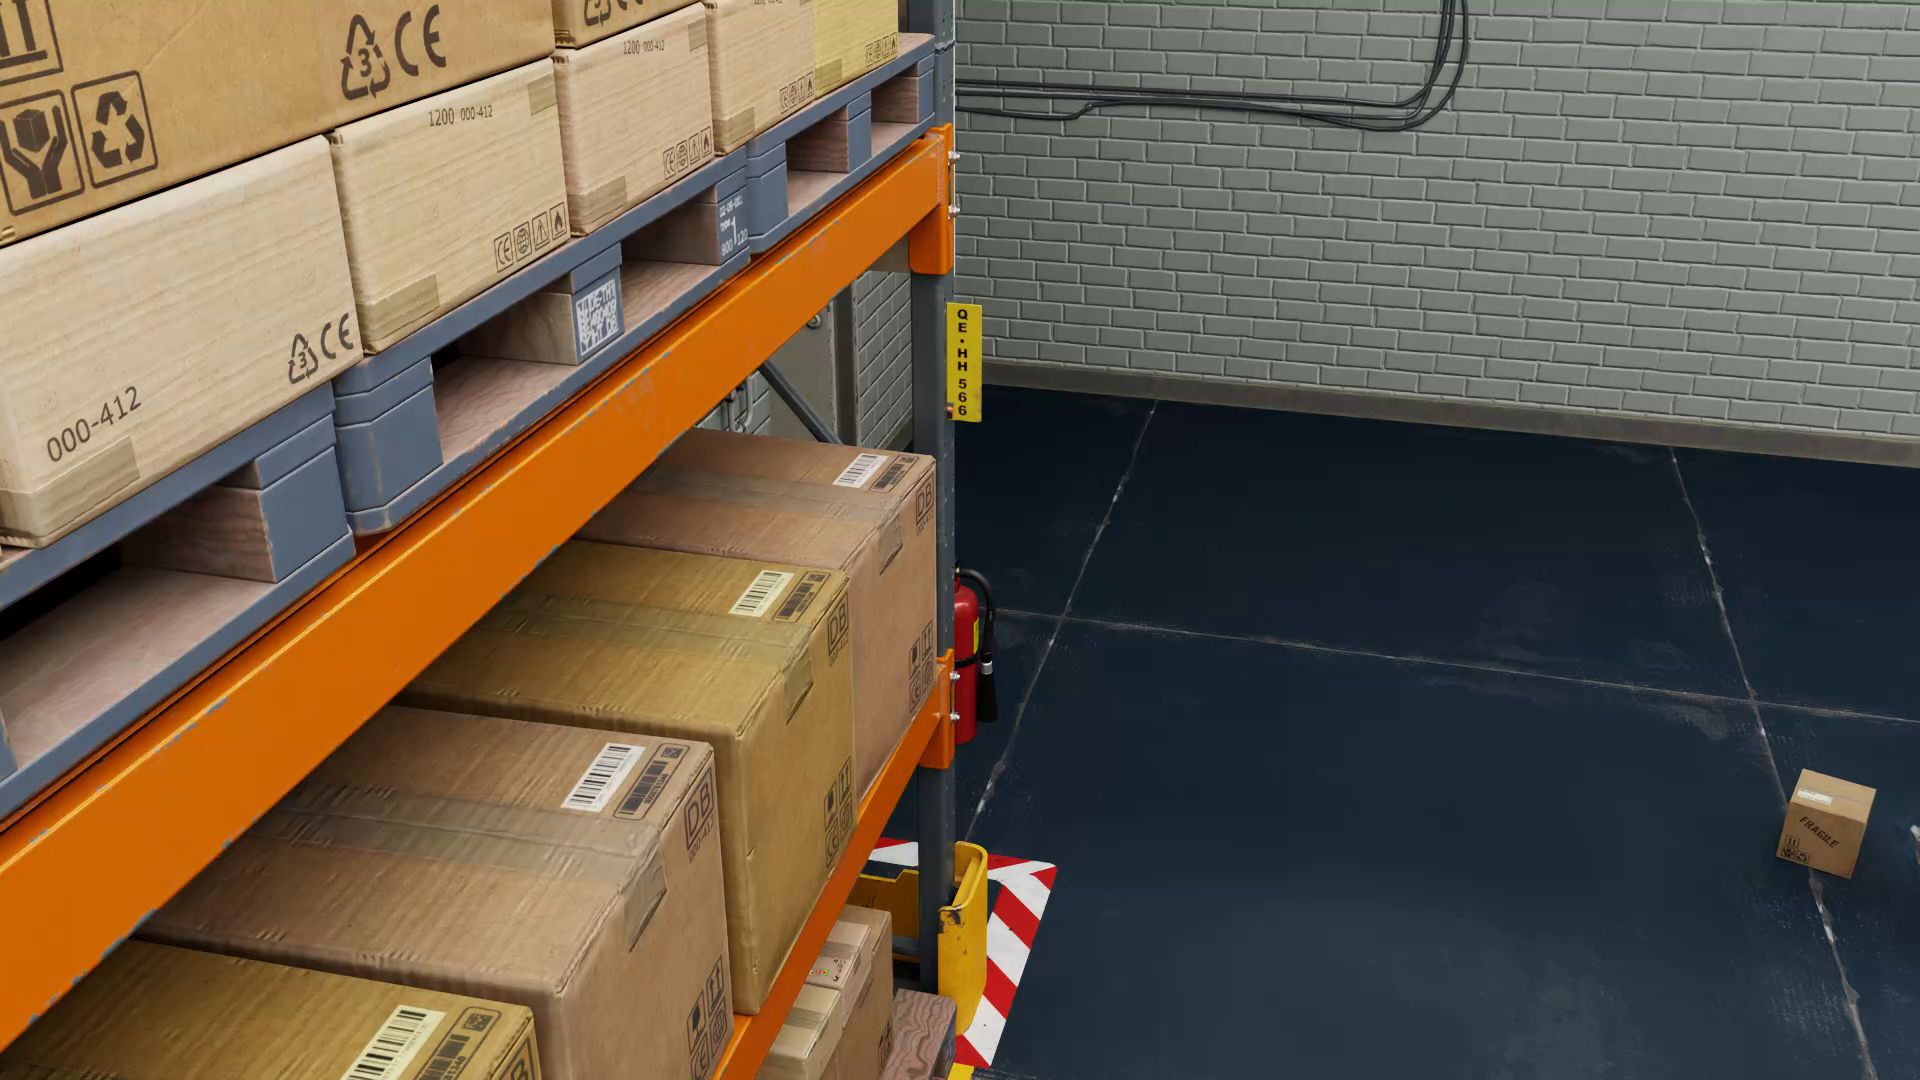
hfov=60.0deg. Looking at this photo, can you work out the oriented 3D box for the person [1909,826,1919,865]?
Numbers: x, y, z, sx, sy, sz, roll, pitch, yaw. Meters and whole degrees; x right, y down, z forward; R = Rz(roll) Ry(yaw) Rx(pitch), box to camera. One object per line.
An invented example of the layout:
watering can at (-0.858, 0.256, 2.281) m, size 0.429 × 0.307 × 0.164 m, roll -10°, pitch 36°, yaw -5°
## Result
person at (5.351, 2.913, 0.259) m, size 7.324 × 1.809 × 10.037 m, roll 7°, pitch 26°, yaw 15°
